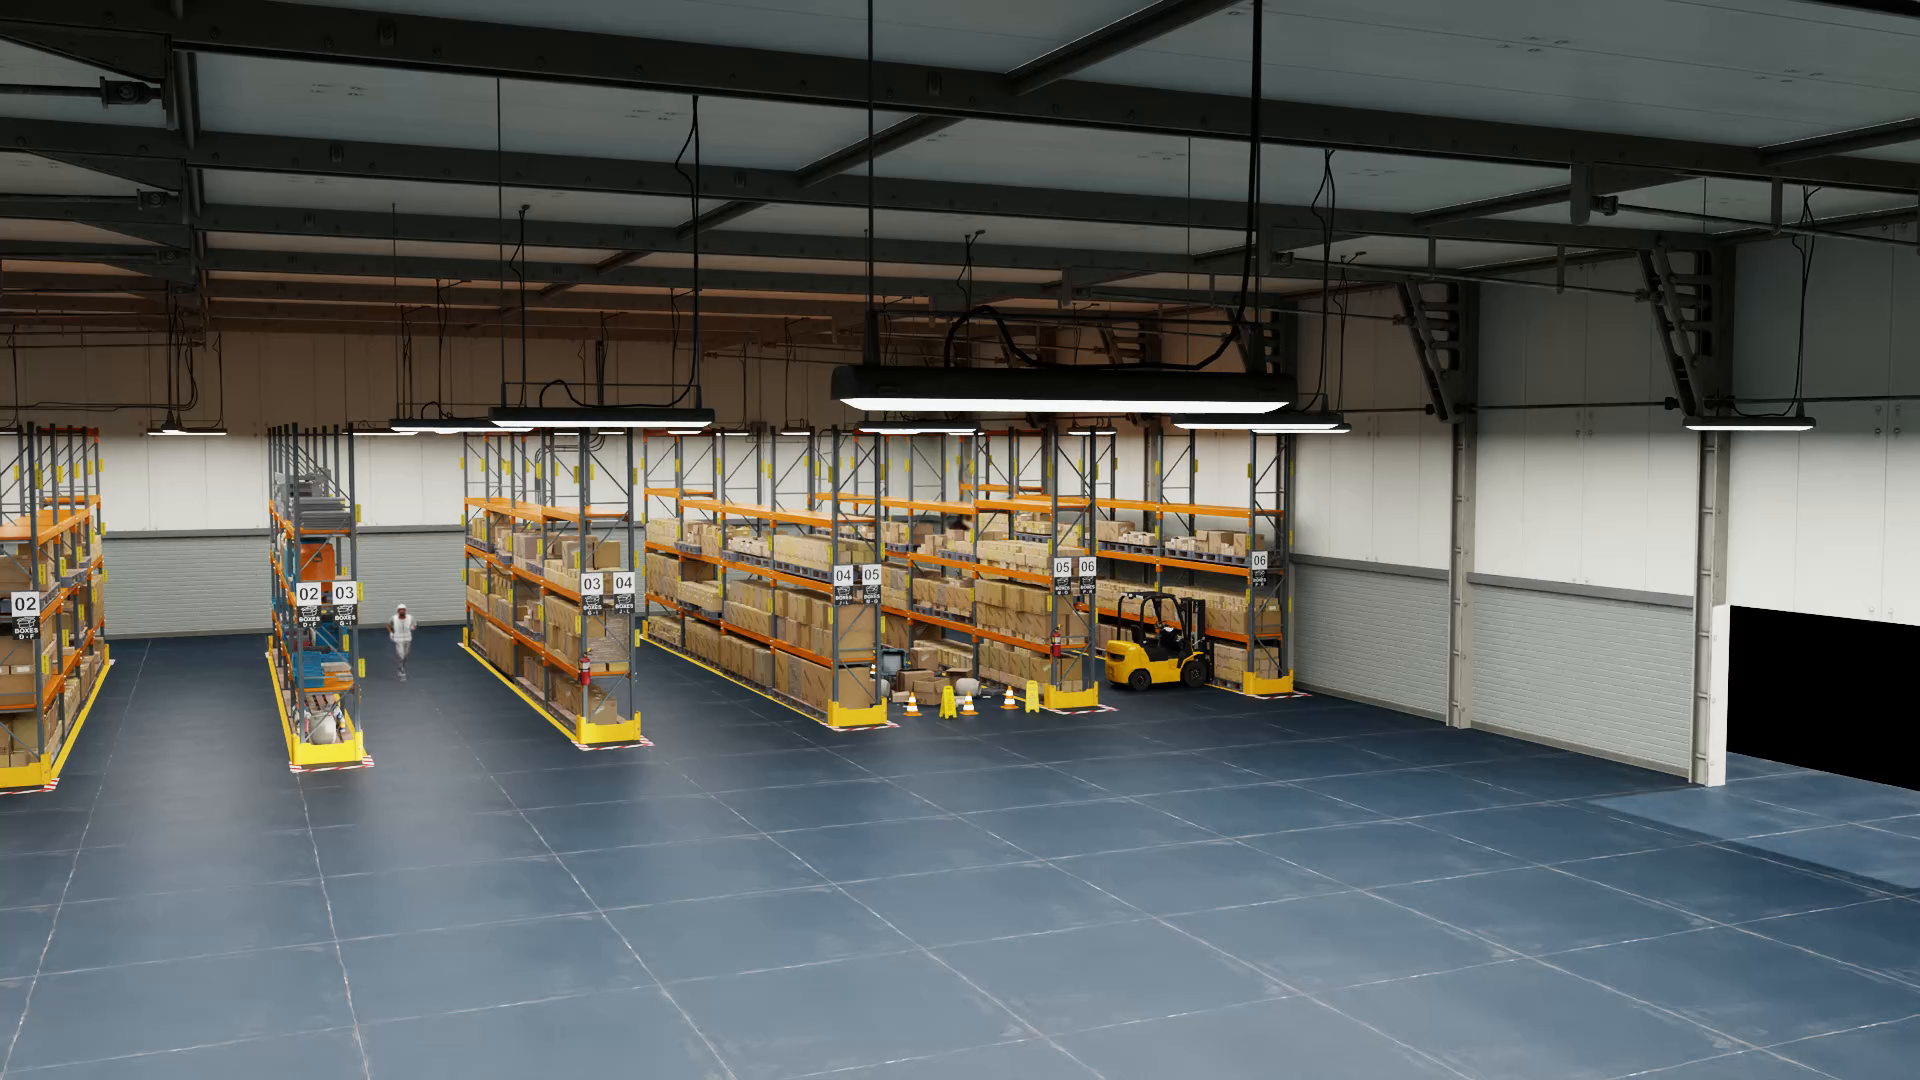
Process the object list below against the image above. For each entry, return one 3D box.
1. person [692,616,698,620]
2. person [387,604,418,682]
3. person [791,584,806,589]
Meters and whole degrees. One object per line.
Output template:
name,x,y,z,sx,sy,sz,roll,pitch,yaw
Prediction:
person,-7.639,1.893,49.026,0.869,1.684,0.602,2,4,29
person,-13.204,2.426,39.453,0.652,1.840,0.836,-2,4,-35
person,-4.842,1.744,50.899,0.822,1.752,0.646,-1,4,-11
